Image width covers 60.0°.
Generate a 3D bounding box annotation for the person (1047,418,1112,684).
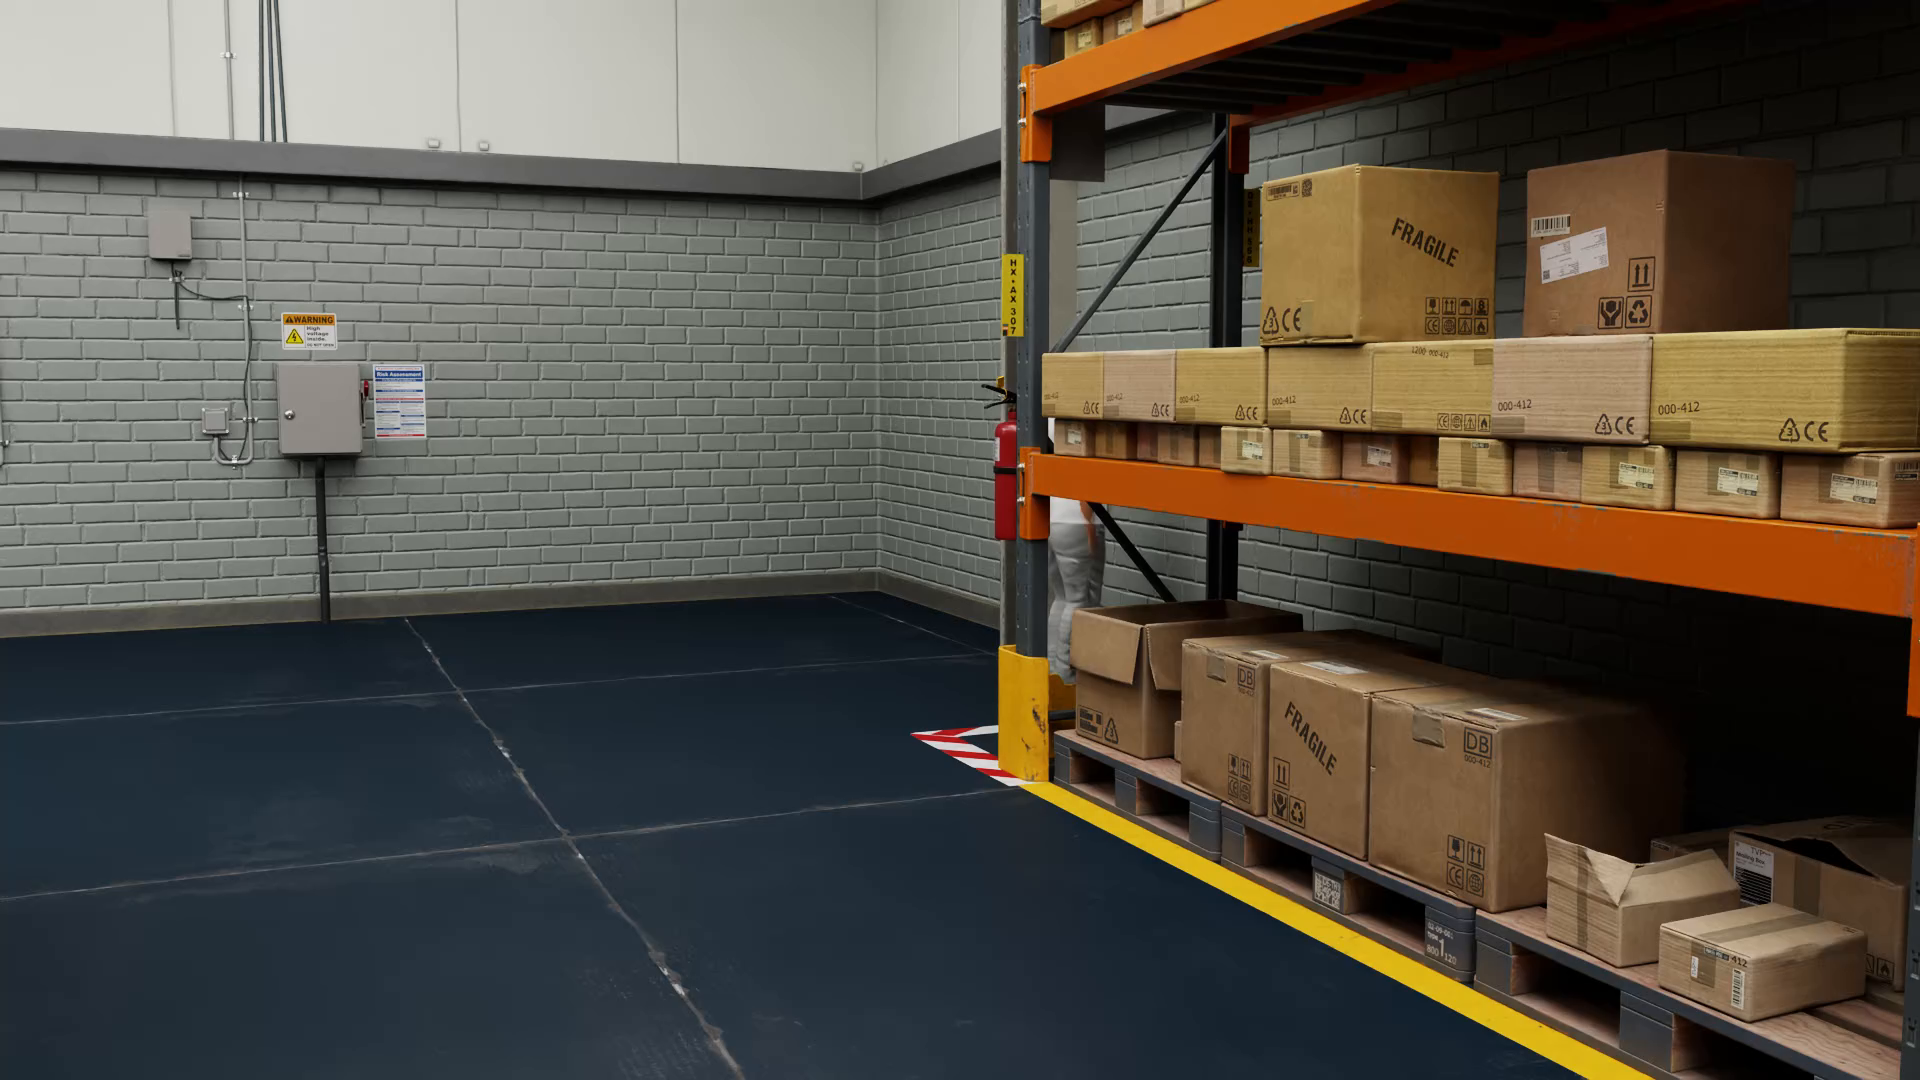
[{"bbox_3d":[0.573,-0.040,8.434,0.397,1.662,0.471,-2,6,-23],"label":"person"}]
